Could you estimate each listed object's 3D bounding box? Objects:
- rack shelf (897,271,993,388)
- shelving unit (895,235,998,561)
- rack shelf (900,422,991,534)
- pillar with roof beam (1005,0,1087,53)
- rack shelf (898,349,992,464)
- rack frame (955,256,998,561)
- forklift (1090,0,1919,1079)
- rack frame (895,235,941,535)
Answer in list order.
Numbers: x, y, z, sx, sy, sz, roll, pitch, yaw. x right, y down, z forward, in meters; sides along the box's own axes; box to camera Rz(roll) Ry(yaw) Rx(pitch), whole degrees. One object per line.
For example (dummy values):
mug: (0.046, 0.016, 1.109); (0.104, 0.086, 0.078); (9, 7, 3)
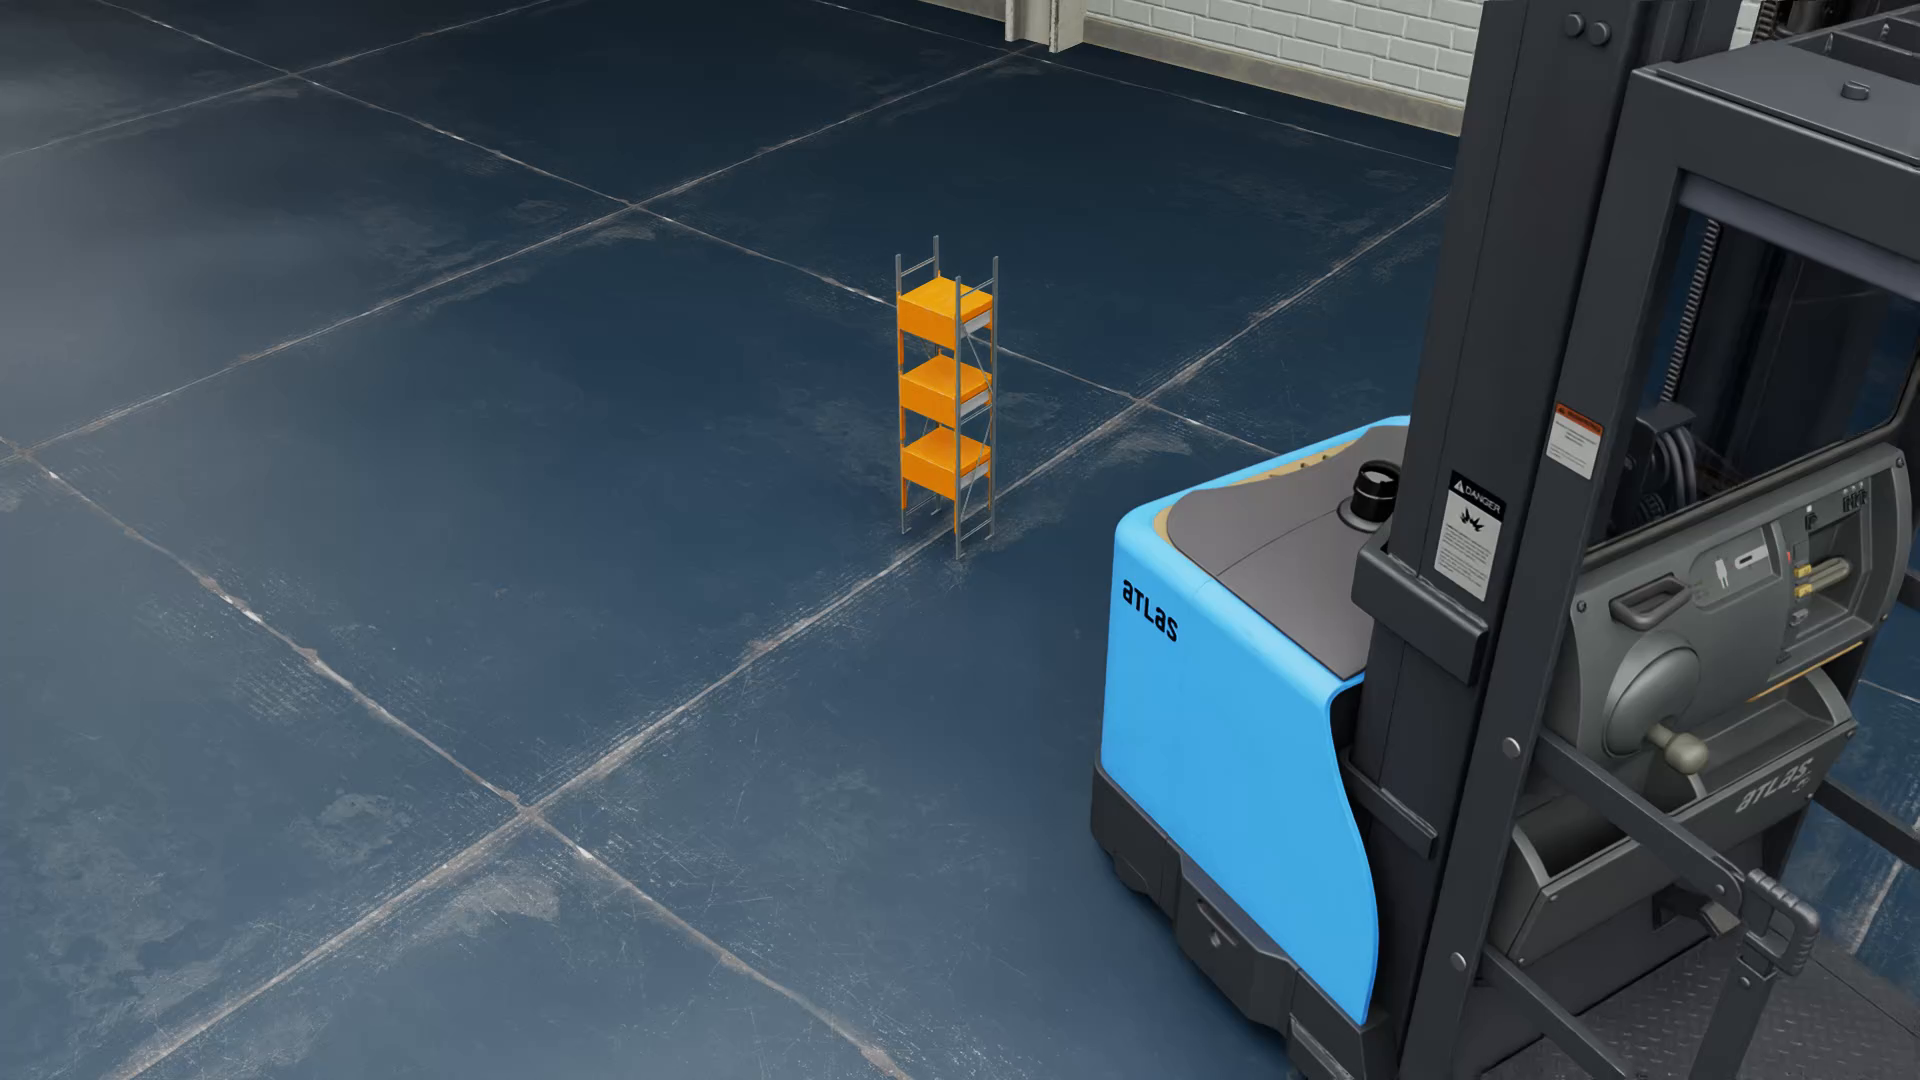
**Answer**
rack shelf: (-0.041, -0.677, 5.326); (0.240, 0.259, 0.215); (25, 42, 32)
shelving unit: (-0.041, -0.452, 5.481); (0.252, 1.050, 0.215); (25, 42, 32)
rack shelf: (-0.041, -0.214, 5.644); (0.240, 0.259, 0.215); (25, 42, 32)
pillar with roof beam: (-2.231, -4.912, 4.953); (0.400, 9.000, 9.100); (25, 42, 32)
rack shelf: (-0.041, -0.443, 5.487); (0.240, 0.259, 0.215); (25, 42, 32)
rack frame: (0.053, -0.408, 5.417); (0.008, 1.050, 0.200); (25, 42, 32)
forklift: (1.550, 0.183, 2.895); (1.130, 2.935, 3.031); (-19, 39, -26)
rack frame: (-0.135, -0.496, 5.545); (0.008, 1.050, 0.200); (25, 42, 32)
